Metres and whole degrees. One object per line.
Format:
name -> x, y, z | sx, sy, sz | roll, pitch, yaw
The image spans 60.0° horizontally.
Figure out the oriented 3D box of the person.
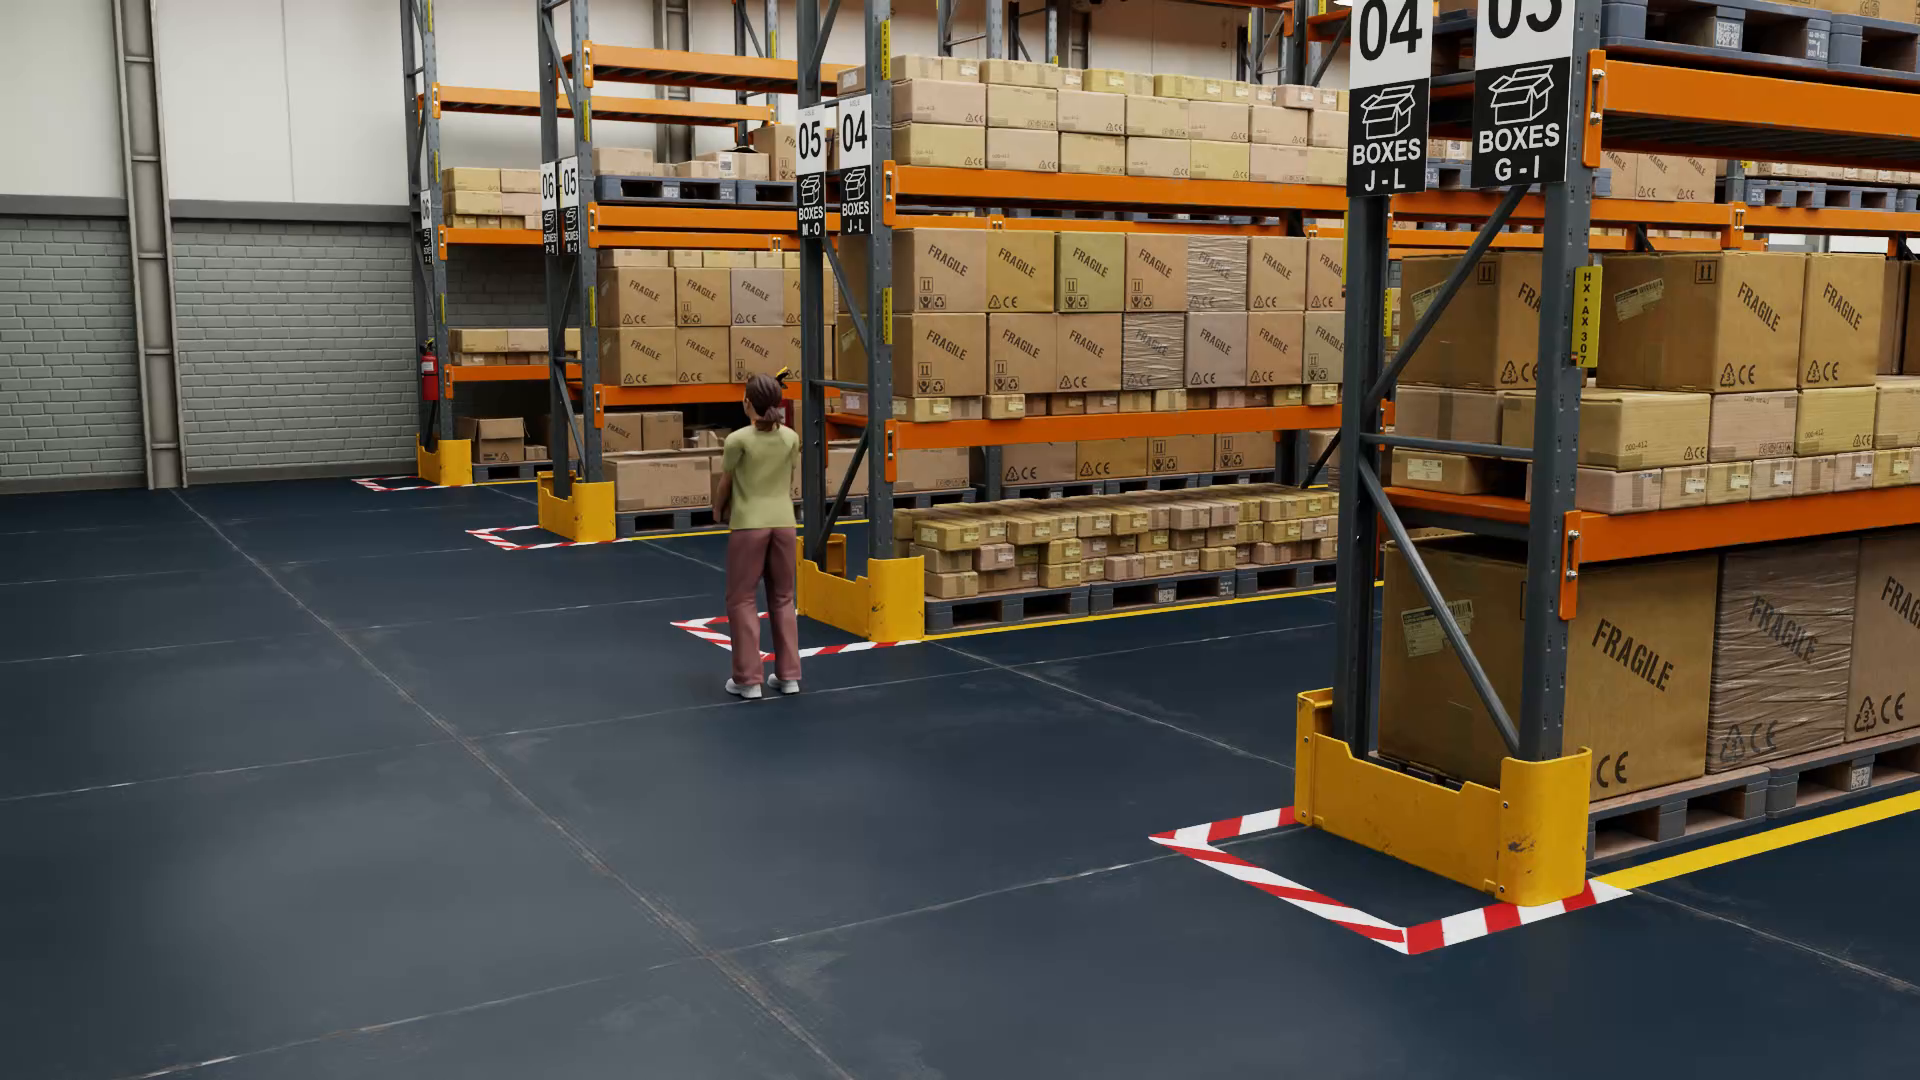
person -> -1.050, -0.033, 8.605 | 0.423, 1.665, 0.556 | -5, 9, -29
